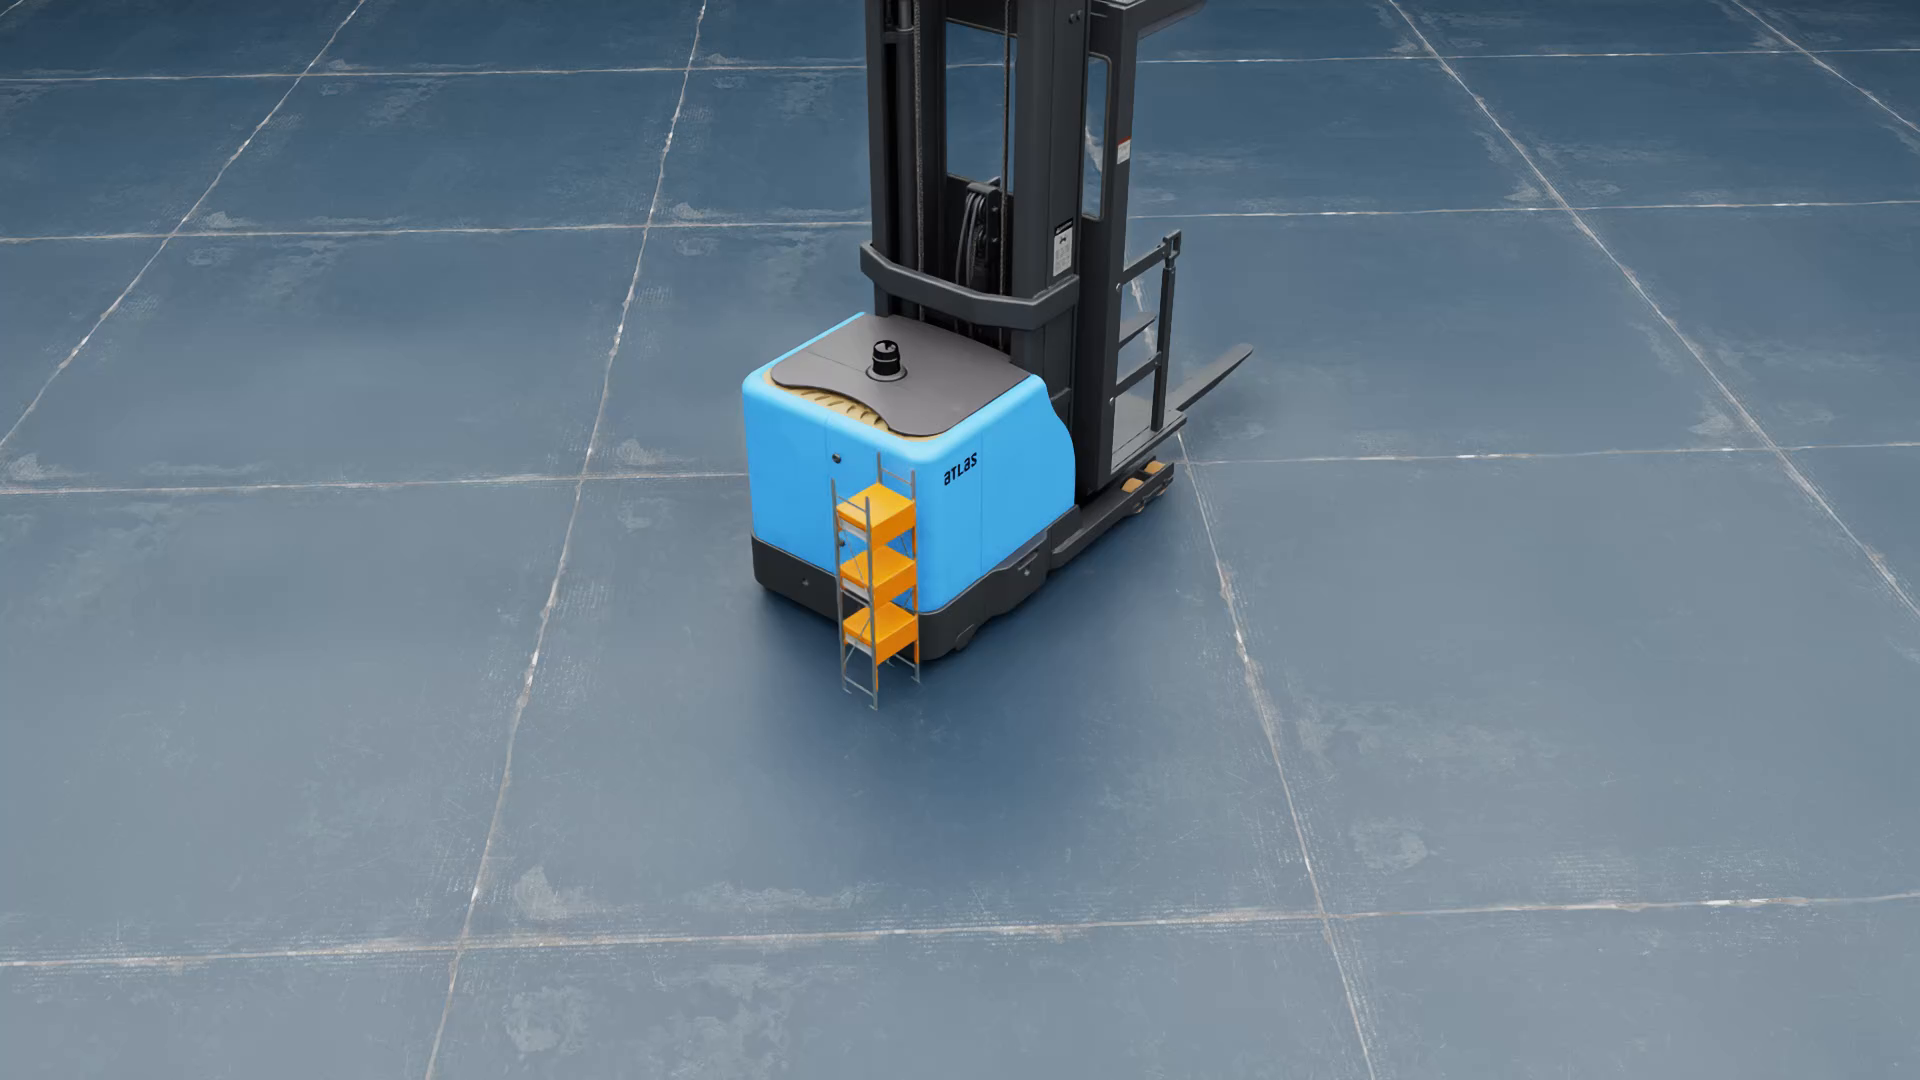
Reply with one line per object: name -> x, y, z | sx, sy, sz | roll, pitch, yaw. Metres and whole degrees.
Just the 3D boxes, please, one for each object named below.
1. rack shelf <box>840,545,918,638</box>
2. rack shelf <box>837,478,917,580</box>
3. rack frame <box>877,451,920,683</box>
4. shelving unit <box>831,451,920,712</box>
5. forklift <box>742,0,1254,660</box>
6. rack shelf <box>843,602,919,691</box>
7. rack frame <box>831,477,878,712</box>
rack shelf -> -0.327, 0.186, 6.572 | 0.215, 0.259, 0.240 | 28, 45, 33
rack shelf -> -0.327, -0.044, 6.405 | 0.215, 0.259, 0.240 | 28, 45, 33
rack frame -> -0.244, 0.125, 6.638 | 0.200, 1.050, 0.008 | 28, 45, 33
shelving unit -> -0.327, 0.177, 6.565 | 0.215, 1.050, 0.252 | 28, 45, 33
forklift -> 0.380, -1.487, 7.322 | 1.130, 2.935, 3.031 | 24, 41, 30
rack shelf -> -0.327, 0.411, 6.735 | 0.215, 0.259, 0.240 | 28, 45, 33
rack frame -> -0.409, 0.230, 6.493 | 0.200, 1.050, 0.008 | 28, 45, 33
